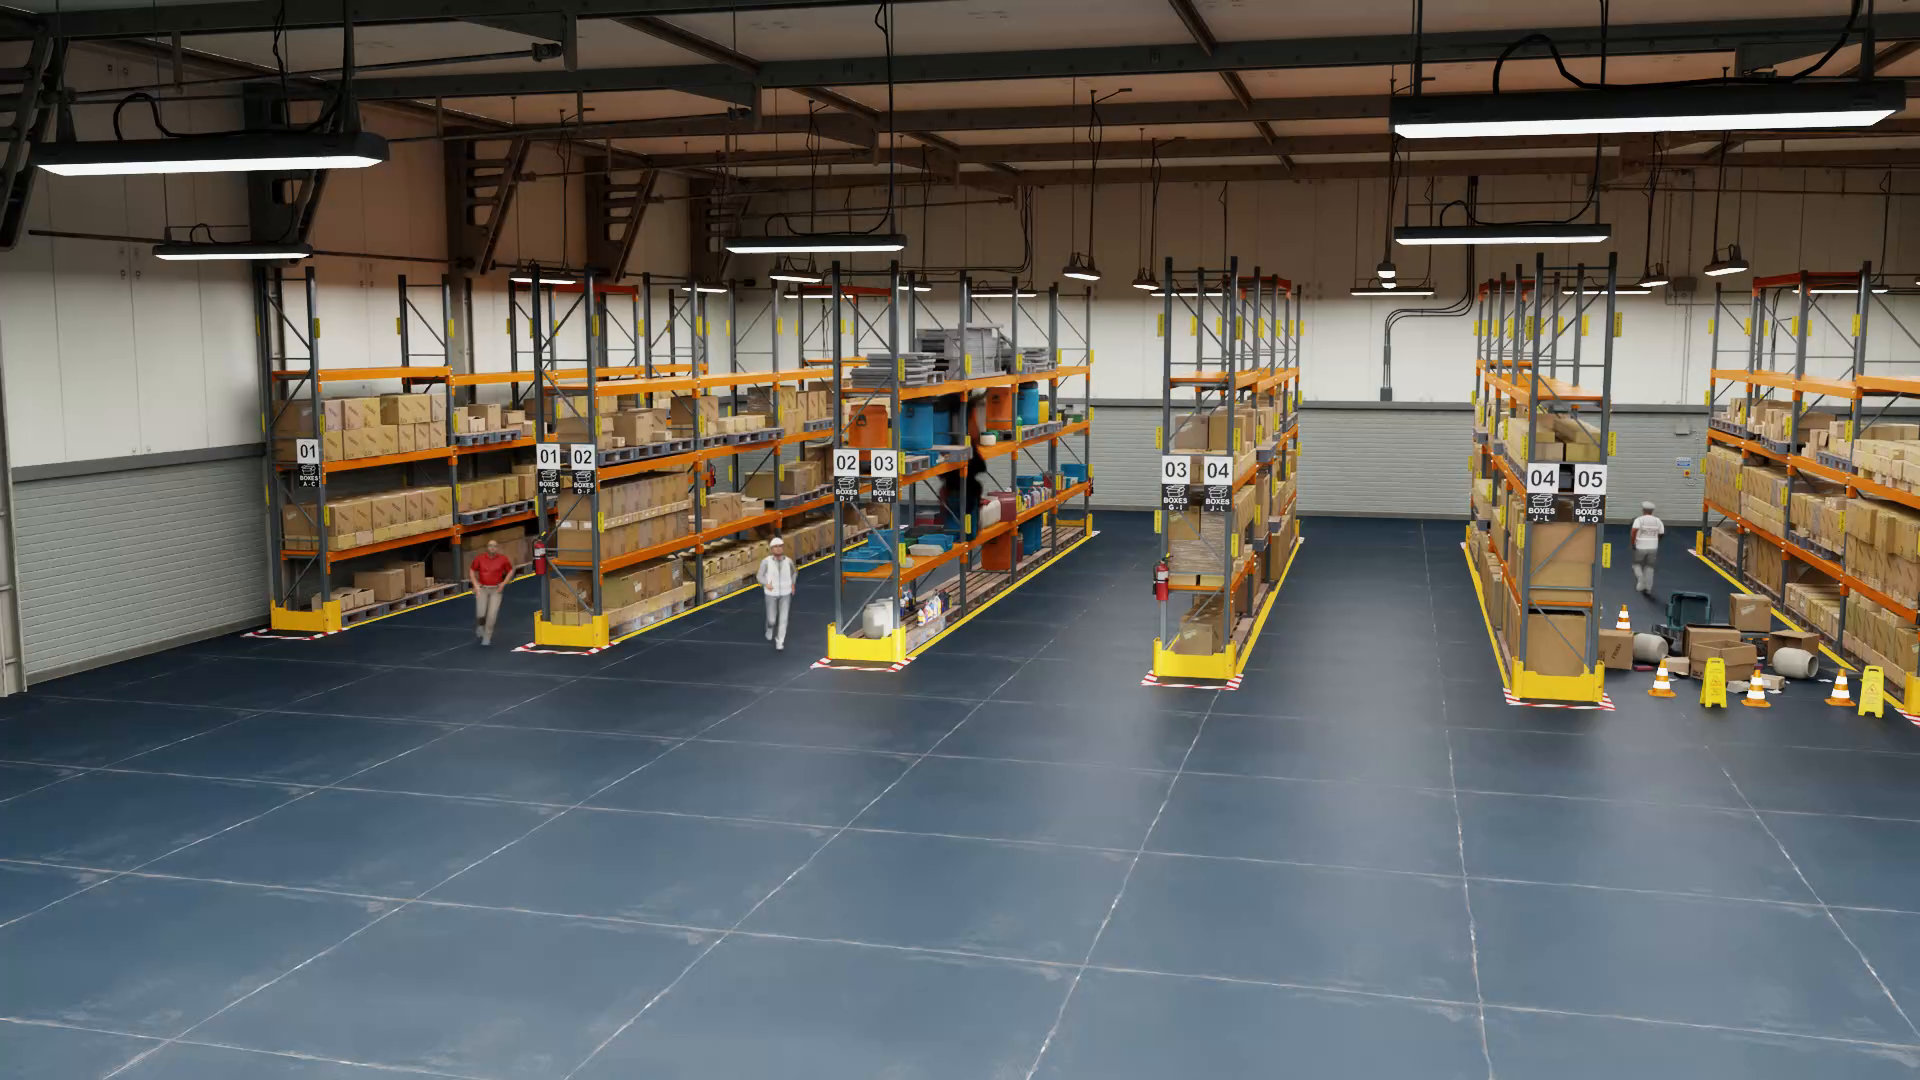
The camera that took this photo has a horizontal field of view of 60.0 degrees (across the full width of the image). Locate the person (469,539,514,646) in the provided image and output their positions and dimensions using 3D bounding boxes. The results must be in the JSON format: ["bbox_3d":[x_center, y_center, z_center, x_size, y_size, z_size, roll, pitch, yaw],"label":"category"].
[{"bbox_3d":[-7.486,0.822,26.607,0.678,1.694,0.593,-2,7,-14],"label":"person"}]

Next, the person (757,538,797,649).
[{"bbox_3d":[-2.851,0.825,26.027,0.654,1.730,0.655,-2,8,-17],"label":"person"}]

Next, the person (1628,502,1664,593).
[{"bbox_3d":[13.007,0.137,31.599,0.646,1.729,0.671,1,7,6],"label":"person"}]
